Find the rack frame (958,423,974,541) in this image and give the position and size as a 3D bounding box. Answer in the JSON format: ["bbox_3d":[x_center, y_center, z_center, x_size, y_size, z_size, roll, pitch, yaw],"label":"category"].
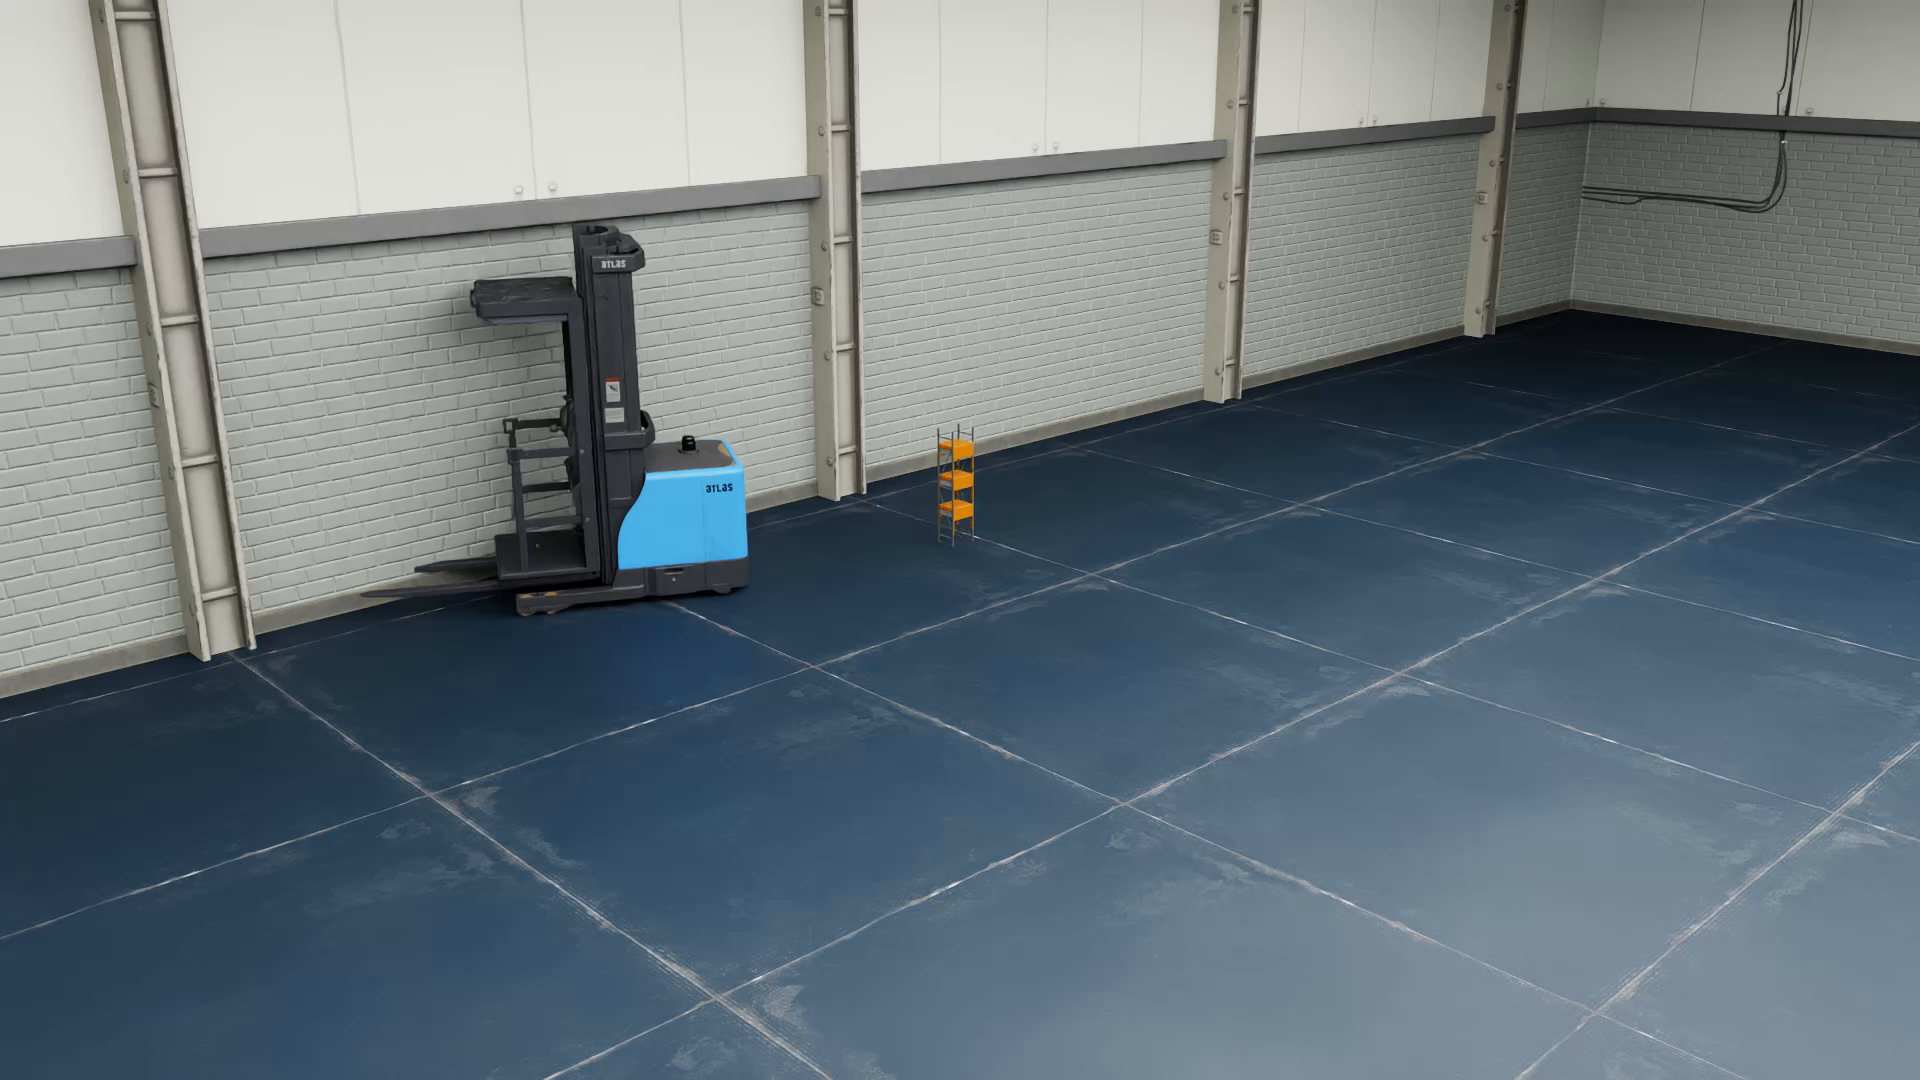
[{"bbox_3d":[0.050,-0.514,14.868,0.008,1.050,0.200,-16,24,-41],"label":"rack frame"}]

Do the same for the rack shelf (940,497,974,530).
[{"bbox_3d":[-0.039,-0.214,14.877,0.240,0.259,0.215,-16,24,-41],"label":"rack shelf"}]

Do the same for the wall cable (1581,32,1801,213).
[{"bbox_3d":[10.601,-6.128,24.329,0.112,2.526,3.097,-16,24,-41],"label":"wall cable"}]

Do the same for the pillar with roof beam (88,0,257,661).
[{"bbox_3d":[-2.569,-2.498,8.100,0.400,9.000,9.100,-16,24,-41],"label":"pillar with roof beam"}]

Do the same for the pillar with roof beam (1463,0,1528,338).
[{"bbox_3d":[10.510,-6.312,19.863,0.400,9.000,9.100,-16,24,-41],"label":"pillar with roof beam"}]

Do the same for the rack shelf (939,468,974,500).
[{"bbox_3d":[-0.039,-0.478,14.791,0.240,0.259,0.215,-16,24,-41],"label":"rack shelf"}]

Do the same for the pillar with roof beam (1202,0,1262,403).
[{"bbox_3d":[6.150,-5.041,15.942,0.400,9.000,9.100,-16,24,-41],"label":"pillar with roof beam"}]

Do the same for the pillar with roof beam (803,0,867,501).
[{"bbox_3d":[1.790,-3.770,12.021,0.400,9.000,9.100,-16,24,-41],"label":"pillar with roof beam"}]

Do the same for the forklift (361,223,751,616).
[{"bbox_3d":[-3.297,-0.976,13.243,3.031,2.935,1.130,-5,19,-16],"label":"forklift"}]

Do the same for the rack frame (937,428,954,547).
[{"bbox_3d":[-0.127,-0.462,14.708,0.008,1.050,0.200,-16,24,-41],"label":"rack frame"}]

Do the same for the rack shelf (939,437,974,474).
[{"bbox_3d":[-0.039,-0.748,14.704,0.240,0.259,0.215,-16,24,-41],"label":"rack shelf"}]

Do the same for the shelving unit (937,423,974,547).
[{"bbox_3d":[-0.039,-0.488,14.788,0.252,1.050,0.215,-16,24,-41],"label":"shelving unit"}]

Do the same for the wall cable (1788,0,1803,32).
[{"bbox_3d":[12.460,-7.924,21.681,0.112,2.526,3.097,-16,24,-41],"label":"wall cable"}]
